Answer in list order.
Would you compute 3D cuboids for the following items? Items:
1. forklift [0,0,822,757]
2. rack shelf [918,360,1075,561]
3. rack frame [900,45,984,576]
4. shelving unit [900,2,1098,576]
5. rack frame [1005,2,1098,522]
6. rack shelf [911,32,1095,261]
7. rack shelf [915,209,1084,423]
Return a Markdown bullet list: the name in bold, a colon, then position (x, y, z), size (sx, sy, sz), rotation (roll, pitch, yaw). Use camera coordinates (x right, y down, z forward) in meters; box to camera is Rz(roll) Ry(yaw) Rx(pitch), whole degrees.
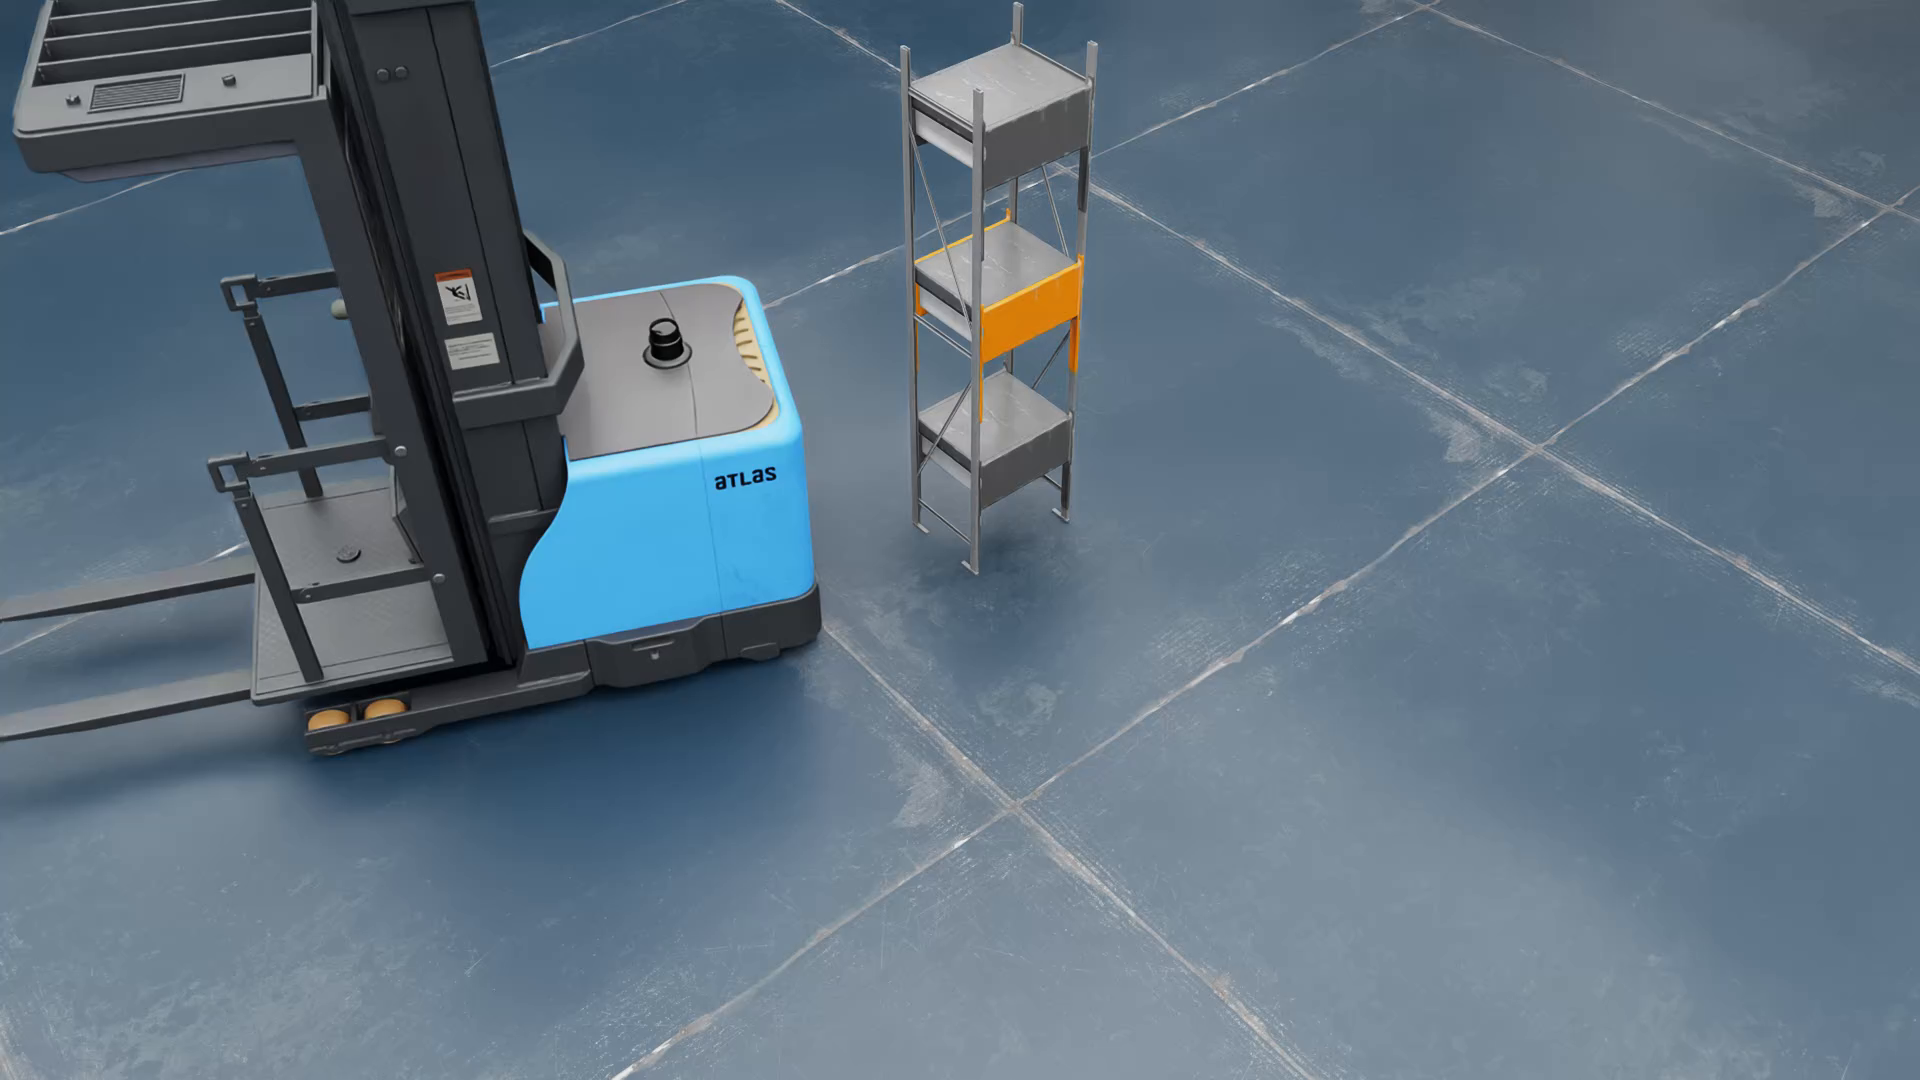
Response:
- **forklift**: position (-2.099, -0.707, 5.361), size (3.031, 2.935, 1.130), rotation (-11, 44, -11)
- **rack shelf**: position (0.127, -0.318, 6.597), size (0.480, 0.518, 0.431), rotation (-30, 51, -28)
- **rack frame**: position (-0.060, -0.731, 5.994), size (0.015, 2.100, 0.400), rotation (-30, 51, -28)
- **shelving unit**: position (0.127, -0.838, 6.109), size (0.503, 2.100, 0.431), rotation (-30, 51, -28)
- **rack frame**: position (0.314, -0.945, 6.223), size (0.015, 2.100, 0.400), rotation (-30, 51, -28)
- **rack shelf**: position (0.127, -1.338, 5.639), size (0.480, 0.518, 0.431), rotation (-30, 51, -28)
- **rack shelf**: position (0.127, -0.828, 6.118), size (0.480, 0.518, 0.431), rotation (-30, 51, -28)
